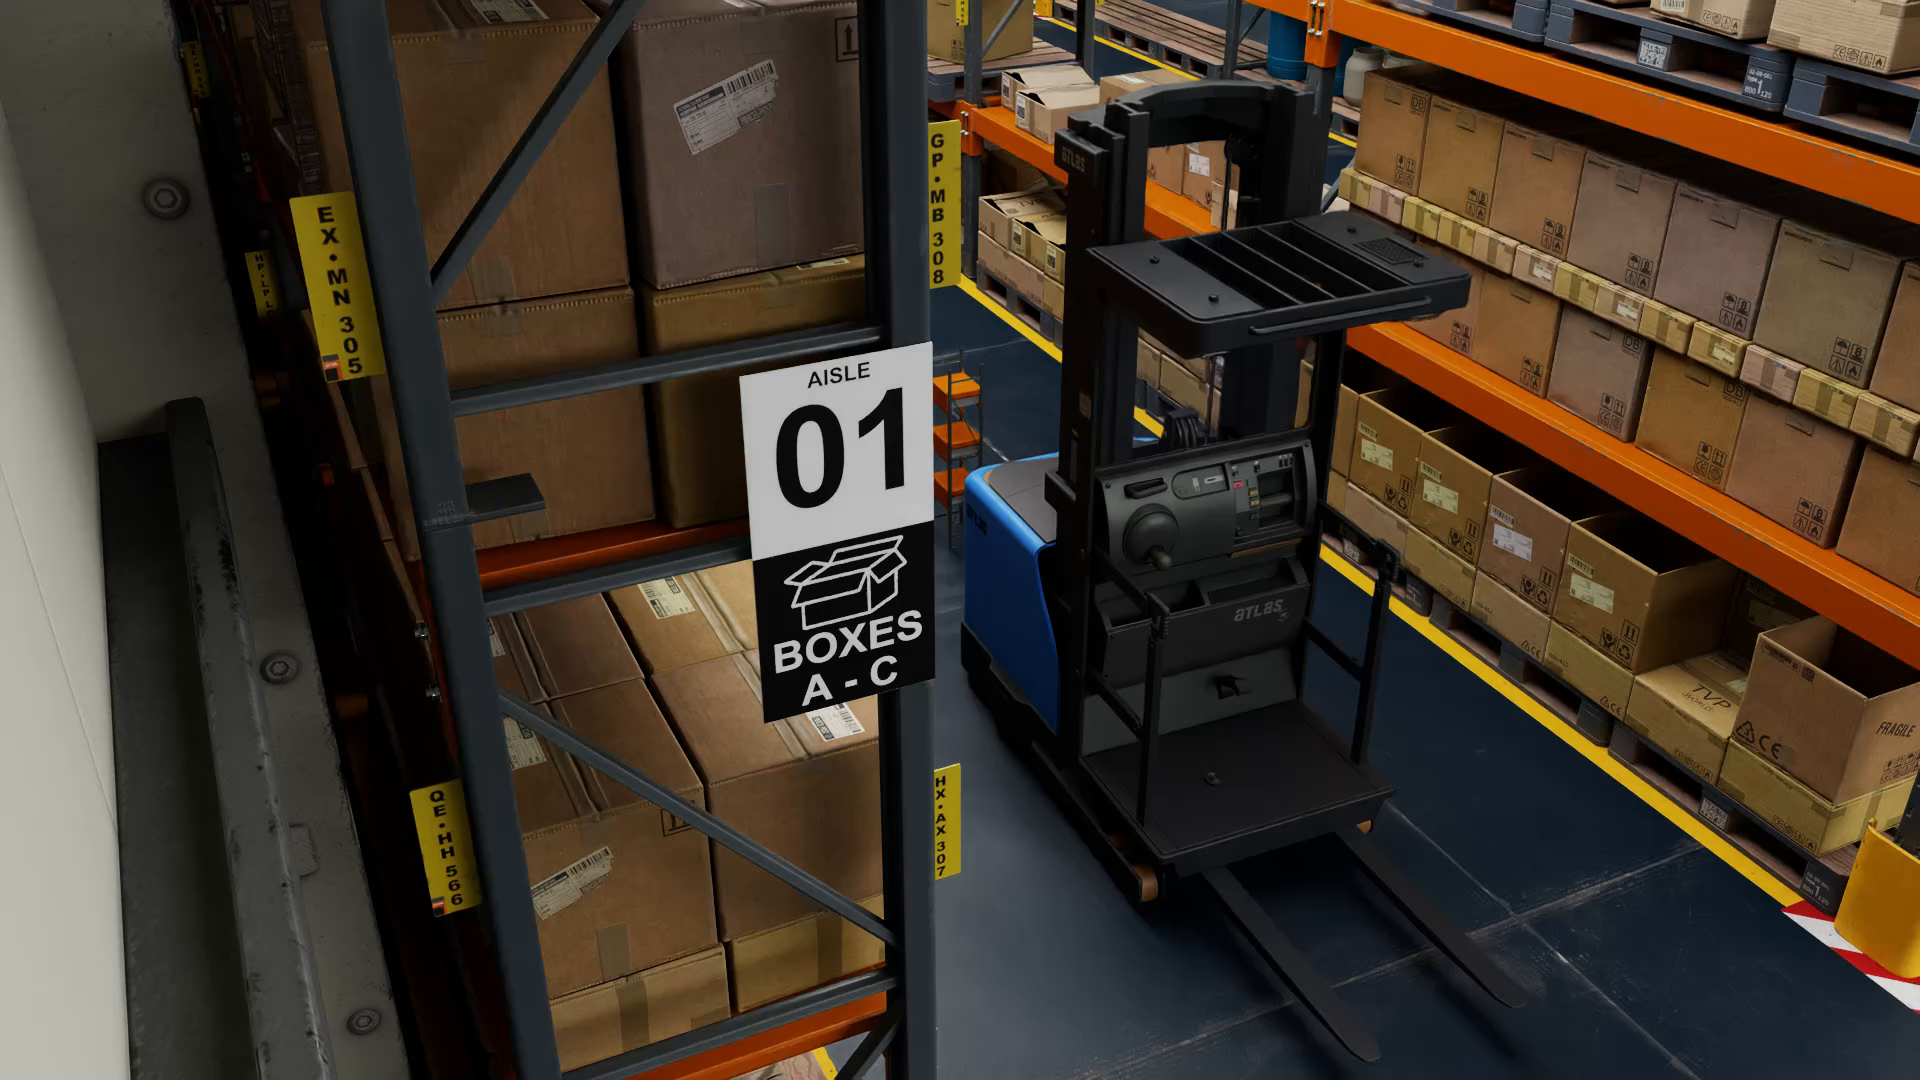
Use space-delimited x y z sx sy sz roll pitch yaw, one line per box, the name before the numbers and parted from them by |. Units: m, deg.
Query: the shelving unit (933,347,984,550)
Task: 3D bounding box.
shelving unit | -0.023 -0.482 8.867 0.215 1.050 0.252 -13 32 -22

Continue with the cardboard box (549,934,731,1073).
cardboard box | -0.910 1.055 4.266 0.500 0.250 0.500 -13 32 -21

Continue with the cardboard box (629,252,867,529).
cardboard box | -0.452 -0.397 3.533 0.500 0.500 0.500 -12 32 -21

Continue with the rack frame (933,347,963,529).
rack frame | -0.075 -0.535 8.963 0.200 1.050 0.008 -13 32 -22

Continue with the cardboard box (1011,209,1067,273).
cardboard box | 0.696 -2.117 11.598 0.500 0.311 0.500 -14 32 -23

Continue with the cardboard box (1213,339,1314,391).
cardboard box | 1.788 -0.992 9.592 0.500 0.311 0.500 -13 32 -22

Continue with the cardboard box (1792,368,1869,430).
cardboard box | 3.379 -0.561 6.250 0.380 0.149 0.250 -14 32 -23

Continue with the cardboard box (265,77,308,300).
cardboard box | -1.614 -1.015 4.635 0.500 0.500 0.500 -11 31 -19

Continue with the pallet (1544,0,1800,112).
pallet | 3.130 -2.005 6.614 1.003 0.211 1.213 -13 32 -22

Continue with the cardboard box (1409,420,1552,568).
cardboard box | 2.567 -0.243 8.064 0.500 0.500 0.500 -13 32 -22

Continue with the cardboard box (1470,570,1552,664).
cardboard box | 2.786 0.303 7.855 0.500 0.250 0.500 -13 32 -22

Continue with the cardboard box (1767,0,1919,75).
cardboard box | 3.206 -1.818 5.771 0.500 0.250 0.500 -13 32 -22

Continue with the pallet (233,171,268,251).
pallet | -3.567 -1.994 9.766 1.213 0.211 1.003 -13 32 -22

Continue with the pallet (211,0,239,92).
pallet | -2.420 -2.124 6.928 1.213 0.211 1.003 -13 32 -22

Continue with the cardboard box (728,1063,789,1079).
cardboard box | -0.750 1.820 5.067 0.500 0.311 0.500 -17 33 -28

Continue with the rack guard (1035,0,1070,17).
rack guard | 1.523 -6.902 20.878 1.175 0.500 0.348 -13 32 -22

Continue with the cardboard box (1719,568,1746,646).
cardboard box | 3.466 0.089 7.471 0.500 0.500 0.500 -13 32 -22

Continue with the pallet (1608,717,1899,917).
pallet | 3.572 1.009 7.065 1.003 0.211 1.213 -13 32 -22

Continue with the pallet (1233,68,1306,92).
pallet | 3.555 -4.651 17.160 1.003 0.211 1.213 -13 32 -22

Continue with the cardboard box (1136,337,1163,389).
cardboard box | 1.346 -1.201 10.537 0.500 0.250 0.500 -12 32 -21

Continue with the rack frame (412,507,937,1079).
rack frame | -0.534 1.164 3.939 1.000 3.000 0.127 -13 32 -22

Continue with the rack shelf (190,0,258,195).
rack shelf | -3.110 -2.481 8.108 1.077 0.370 4.000 -13 32 -22

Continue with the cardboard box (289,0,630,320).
cardboard box | -0.955 -0.768 3.173 0.500 0.500 0.500 -12 31 -20

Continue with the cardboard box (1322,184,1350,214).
cardboard box | 1.970 -1.788 9.356 0.500 0.250 0.500 -11 31 -19

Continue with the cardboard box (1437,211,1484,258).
cardboard box | 2.495 -1.472 7.874 0.380 0.149 0.250 -13 32 -22

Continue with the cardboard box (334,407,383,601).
cardboard box | -1.811 -0.171 5.686 0.500 0.500 0.500 -12 32 -21

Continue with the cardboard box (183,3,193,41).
cardboard box | -5.273 -3.611 12.027 0.500 0.500 0.500 -14 32 -23

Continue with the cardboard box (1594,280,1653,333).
cardboard box | 2.934 -1.018 7.064 0.380 0.149 0.250 -14 32 -23

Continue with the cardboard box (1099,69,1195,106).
cardboard box | 1.239 -2.717 10.758 0.500 0.500 0.500 -15 33 -25

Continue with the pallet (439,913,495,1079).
pallet | -1.404 1.442 6.293 1.003 0.211 1.213 -13 32 -22

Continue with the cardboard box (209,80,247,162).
cardboard box | -4.410 -2.705 10.412 0.500 0.500 0.500 -13 32 -22

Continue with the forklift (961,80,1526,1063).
forklift | 1.055 -0.091 6.247 1.130 2.935 3.031 -12 31 -20

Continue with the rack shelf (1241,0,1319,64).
rack shelf | 1.362 -3.523 9.965 1.077 0.370 4.000 -13 32 -22

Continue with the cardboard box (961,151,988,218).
cardboard box | -0.110 -2.877 13.251 0.500 0.500 0.500 -12 31 -20

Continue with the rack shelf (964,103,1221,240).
rack shelf | 1.362 -2.214 10.699 1.077 0.370 4.000 -13 32 -22

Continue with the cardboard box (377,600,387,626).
cardboard box | -1.782 0.157 5.868 0.500 0.250 0.500 -14 32 -23

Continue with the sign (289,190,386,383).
sign | -1.044 -0.423 2.796 0.100 0.325 0.005 -13 32 -22

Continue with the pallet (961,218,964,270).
pallet | 0.217 -2.533 13.383 1.003 0.211 1.213 -13 32 -22

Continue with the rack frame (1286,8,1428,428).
rack frame | 2.221 -1.645 8.948 1.000 3.000 0.127 -13 32 -22

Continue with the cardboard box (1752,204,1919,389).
cardboard box | 3.496 -0.951 6.281 0.700 0.500 0.500 -14 32 -23

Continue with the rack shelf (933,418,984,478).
rack shelf | -0.023 -0.472 8.872 0.215 0.259 0.240 -13 32 -22

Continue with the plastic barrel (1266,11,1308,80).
plastic barrel | 3.480 -5.241 17.077 0.600 0.901 0.708 -13 32 -22

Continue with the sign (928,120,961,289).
sign | -0.044 -0.640 3.194 0.100 0.325 0.005 -13 32 -22

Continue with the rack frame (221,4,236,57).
rack frame | -2.251 -3.220 5.622 1.000 3.000 0.127 -13 32 -22

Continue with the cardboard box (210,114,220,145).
cardboard box | -4.836 -2.796 11.237 0.380 0.149 0.250 -14 32 -23

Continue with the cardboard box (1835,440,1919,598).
cardboard box | 3.749 -0.130 6.145 0.700 0.500 0.500 -13 32 -22

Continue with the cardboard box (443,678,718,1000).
cardboard box | -0.929 0.730 4.079 0.500 0.500 0.500 -13 32 -23

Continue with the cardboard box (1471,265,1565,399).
cardboard box | 2.861 -1.040 7.766 0.700 0.500 0.500 -13 32 -21

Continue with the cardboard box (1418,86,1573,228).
cardboard box | 2.635 -1.837 7.861 0.700 0.500 0.500 -13 32 -22

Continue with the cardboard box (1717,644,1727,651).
cardboard box | 3.477 0.414 7.659 0.500 0.250 0.500 -13 32 -22

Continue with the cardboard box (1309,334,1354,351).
cardboard box | 2.268 -1.108 9.799 0.500 0.311 0.500 -13 32 -22

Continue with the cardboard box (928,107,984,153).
cardboard box | -0.138 -3.228 13.111 0.500 0.250 0.500 -12 31 -20
